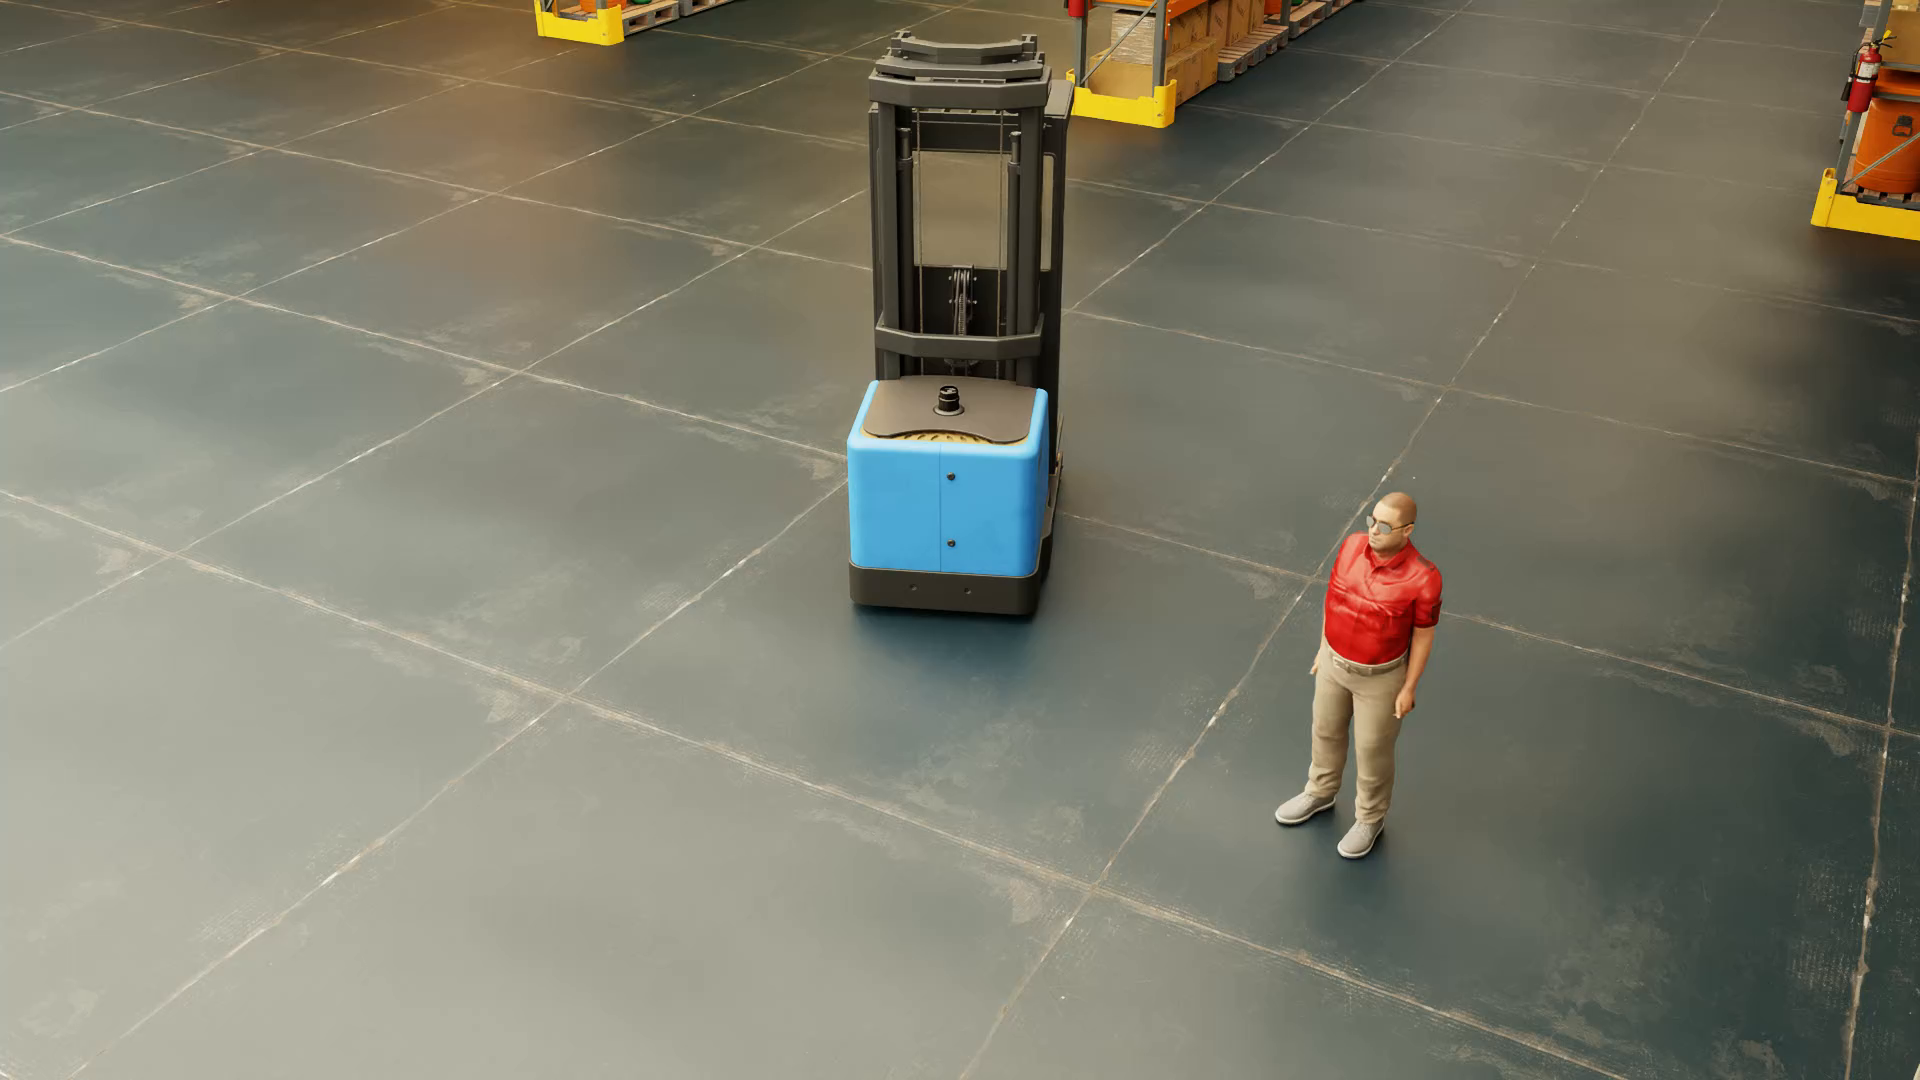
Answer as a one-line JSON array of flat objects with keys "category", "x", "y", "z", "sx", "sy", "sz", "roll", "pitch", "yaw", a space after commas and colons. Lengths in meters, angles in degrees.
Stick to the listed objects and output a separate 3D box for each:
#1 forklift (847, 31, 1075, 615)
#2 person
[{"category": "forklift", "x": 0.072, "y": -1.572, "z": 9.794, "sx": 1.130, "sy": 2.935, "sz": 3.031, "roll": 3, "pitch": 30, "yaw": 6}, {"category": "person", "x": 1.759, "y": 0.581, "z": 7.273, "sx": 0.385, "sy": 1.728, "sz": 0.519, "roll": -25, "pitch": 38, "yaw": -37}]
